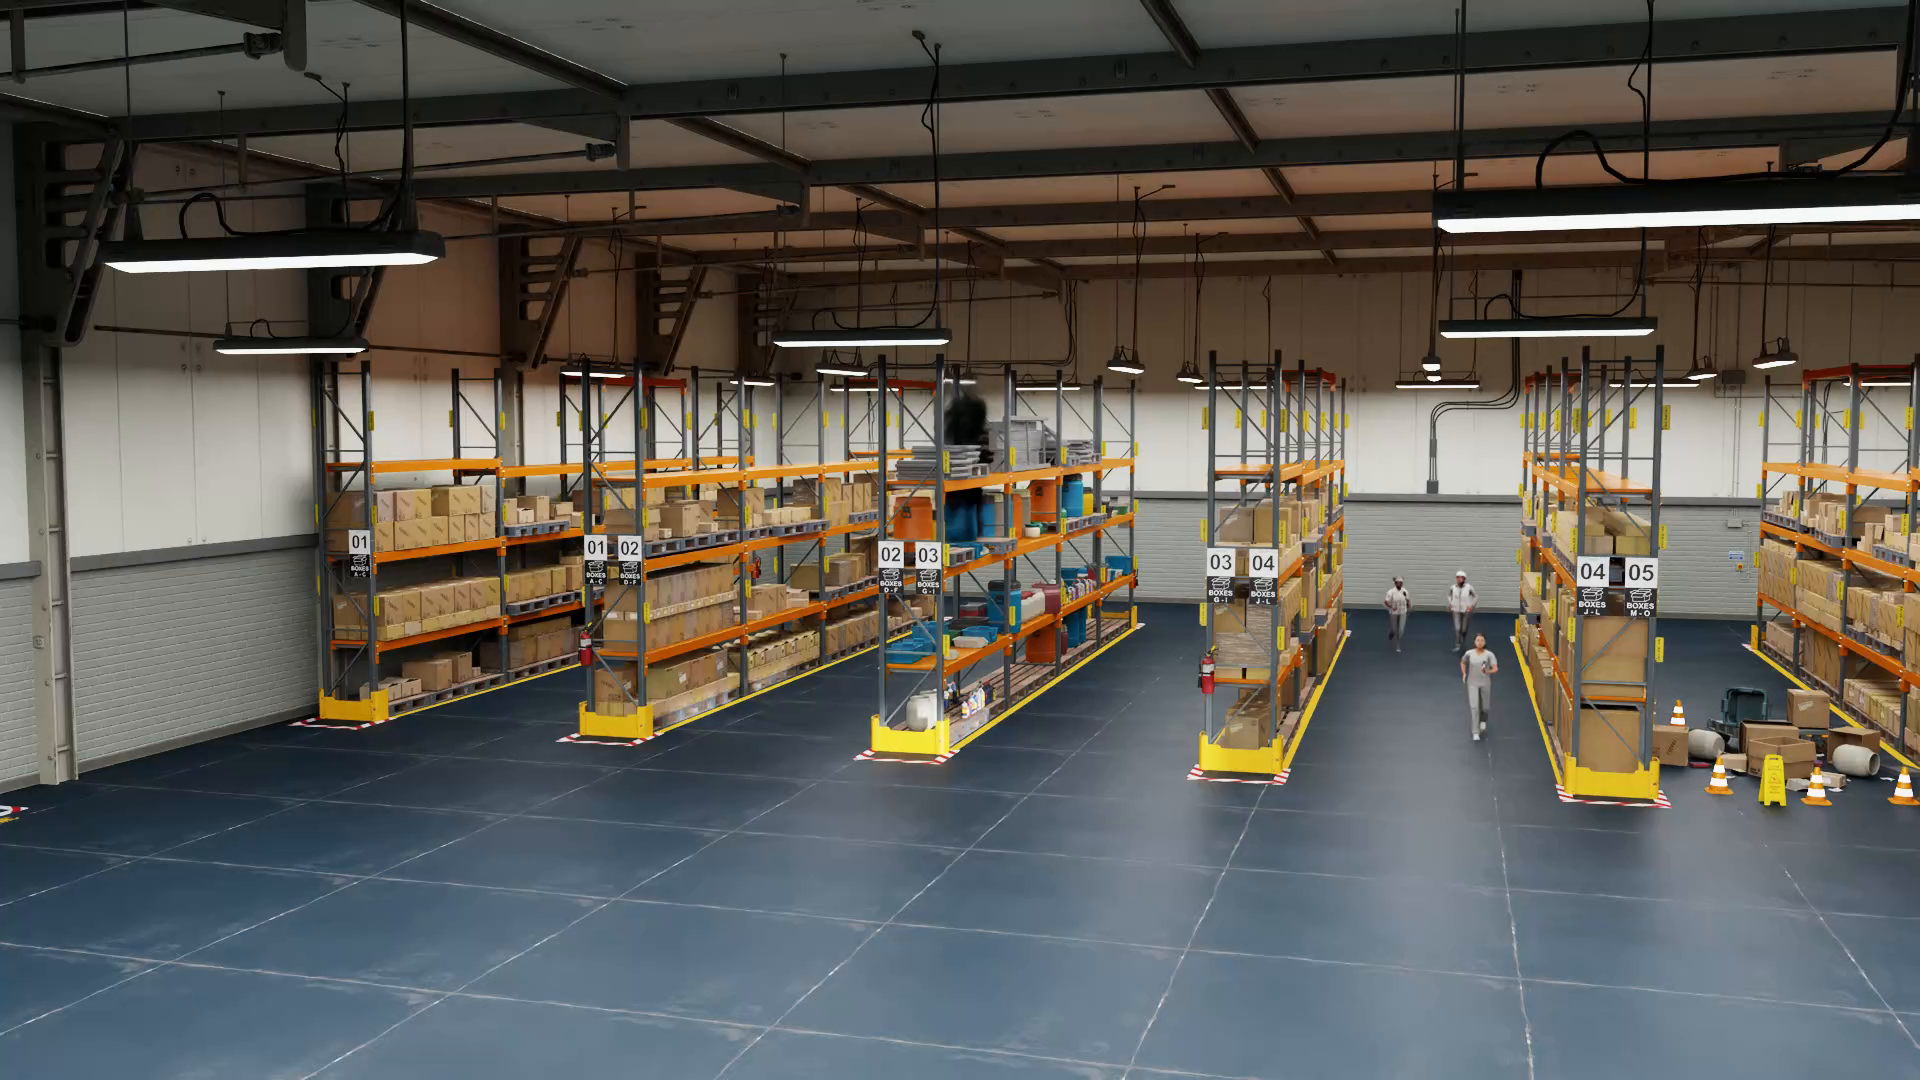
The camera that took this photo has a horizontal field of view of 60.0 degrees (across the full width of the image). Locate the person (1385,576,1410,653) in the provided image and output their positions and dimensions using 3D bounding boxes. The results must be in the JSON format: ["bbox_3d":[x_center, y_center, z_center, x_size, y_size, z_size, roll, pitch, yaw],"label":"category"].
[{"bbox_3d":[9.509,1.595,36.108,0.572,1.655,0.672,0,4,1],"label":"person"}]

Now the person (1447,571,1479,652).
[{"bbox_3d":[10.978,1.549,36.327,0.678,1.761,0.658,2,5,26],"label":"person"}]

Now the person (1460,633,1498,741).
[{"bbox_3d":[8.187,2.292,26.249,0.575,1.645,0.914,1,4,17],"label":"person"}]
